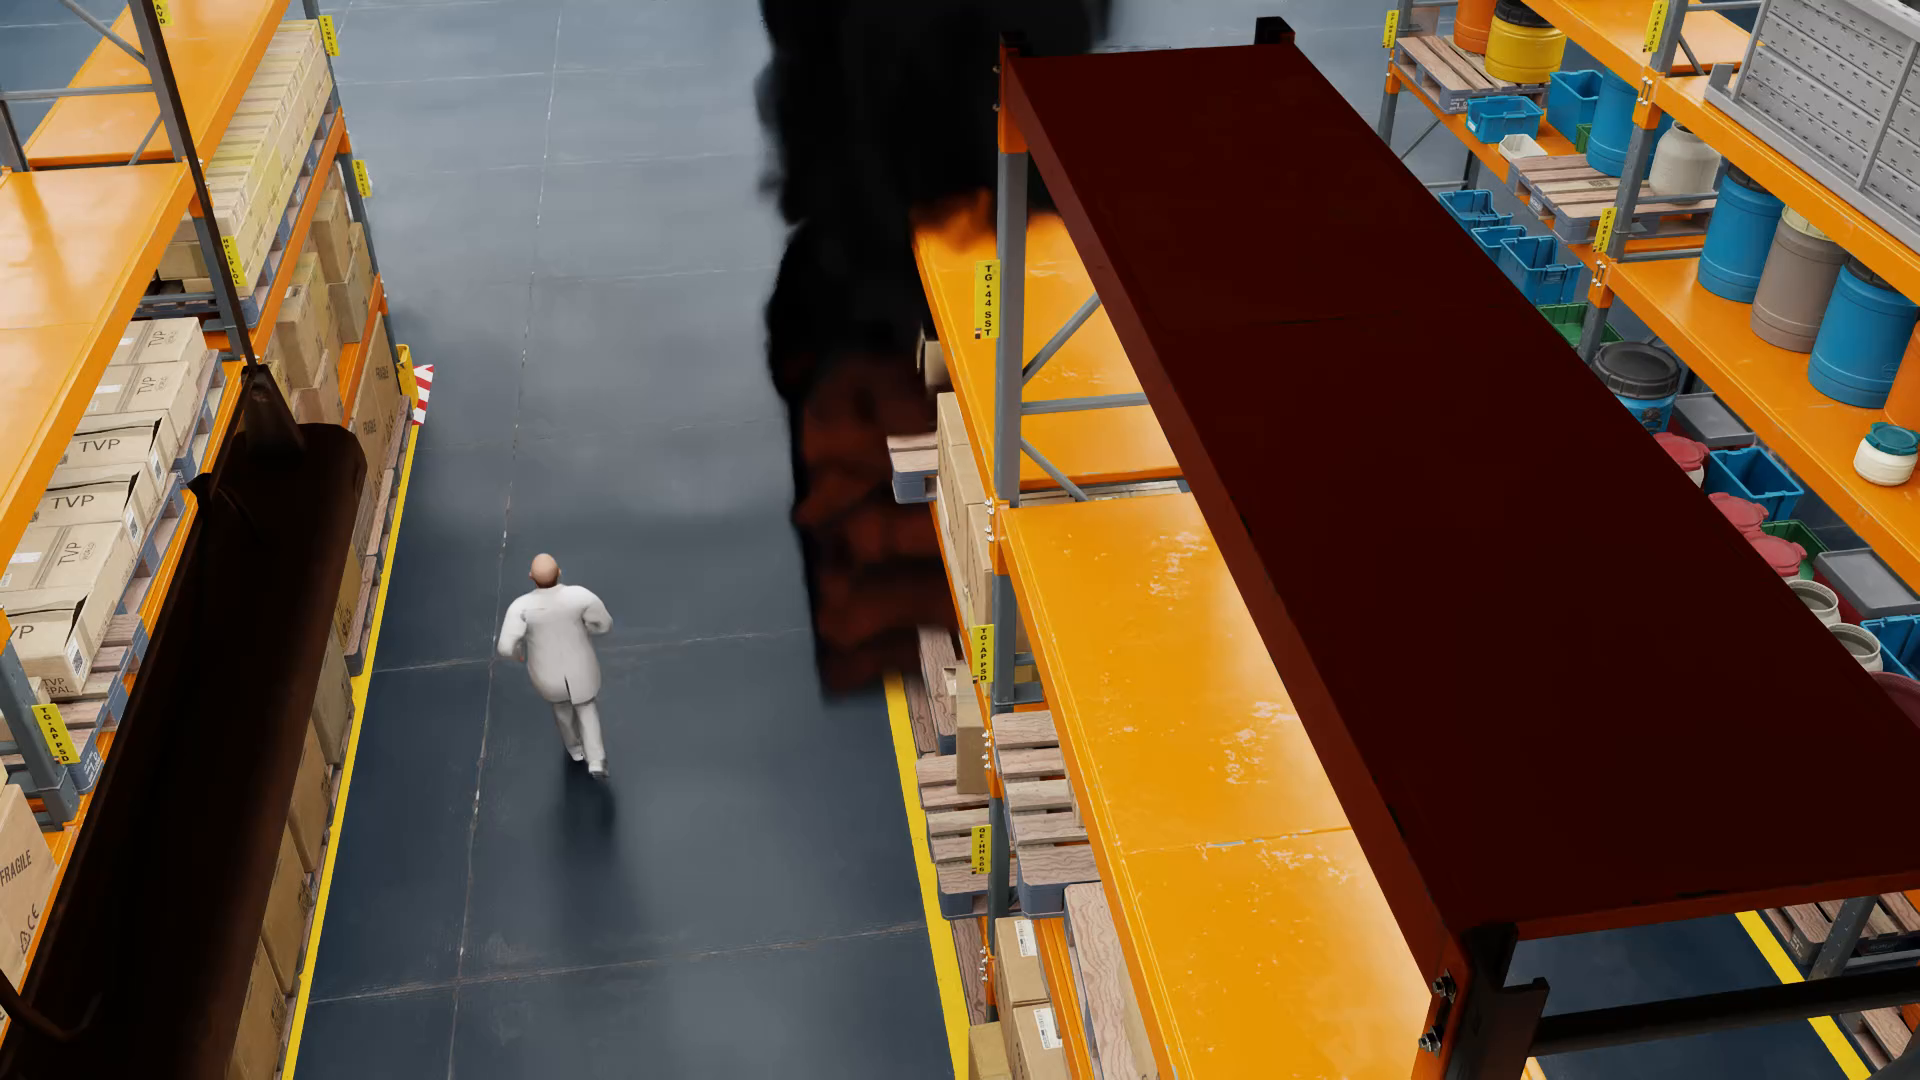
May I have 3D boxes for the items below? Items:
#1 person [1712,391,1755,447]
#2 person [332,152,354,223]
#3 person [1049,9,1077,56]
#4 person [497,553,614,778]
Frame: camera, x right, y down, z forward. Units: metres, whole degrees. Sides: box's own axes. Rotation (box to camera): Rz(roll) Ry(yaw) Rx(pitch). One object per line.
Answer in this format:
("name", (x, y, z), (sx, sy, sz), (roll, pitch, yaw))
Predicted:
("person", (6.635, -1.346, 13.913), (0.578, 1.619, 0.569), (-12, 38, -16))
("person", (-6.099, -3.228, 16.452), (0.548, 1.654, 0.638), (26, 43, 31))
("person", (1.118, -5.144, 18.948), (0.712, 1.794, 0.639), (11, 38, 14))
("person", (-2.584, 0.850, 10.821), (0.737, 1.775, 0.836), (-11, 38, -14))
